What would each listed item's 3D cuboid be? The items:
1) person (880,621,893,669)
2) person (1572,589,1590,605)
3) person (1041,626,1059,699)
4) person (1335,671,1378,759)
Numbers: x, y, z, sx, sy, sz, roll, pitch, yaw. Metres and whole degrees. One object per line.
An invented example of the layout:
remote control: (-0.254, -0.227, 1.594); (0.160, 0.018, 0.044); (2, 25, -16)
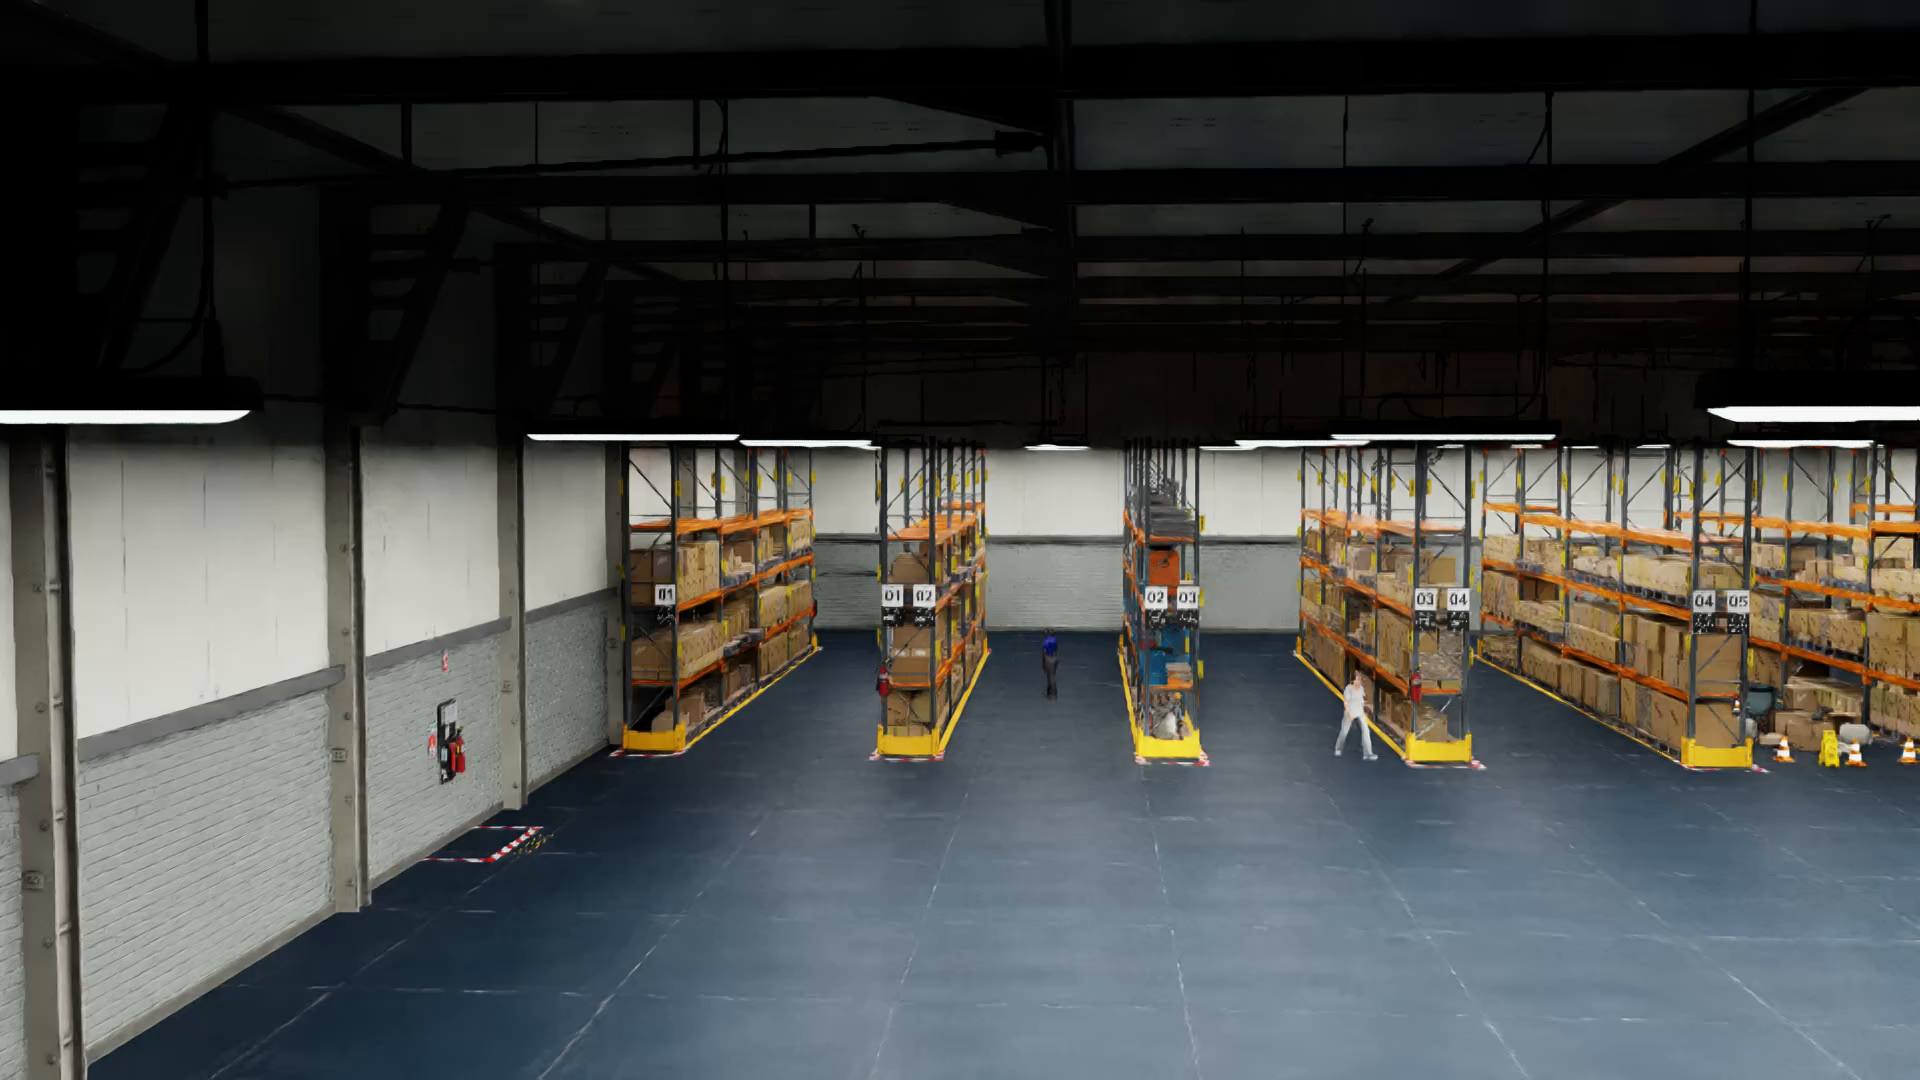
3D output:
person: (-1.757, 2.587, 42.390); (0.588, 1.698, 1.193); (0, 3, 2)
person: (18.201, 2.260, 48.632); (0.505, 1.712, 0.632); (-2, 3, -29)
person: (2.065, 2.826, 38.558); (0.551, 1.642, 0.573); (2, 4, 33)
person: (7.369, 3.248, 31.027); (0.535, 1.624, 0.877); (-1, 3, -16)
